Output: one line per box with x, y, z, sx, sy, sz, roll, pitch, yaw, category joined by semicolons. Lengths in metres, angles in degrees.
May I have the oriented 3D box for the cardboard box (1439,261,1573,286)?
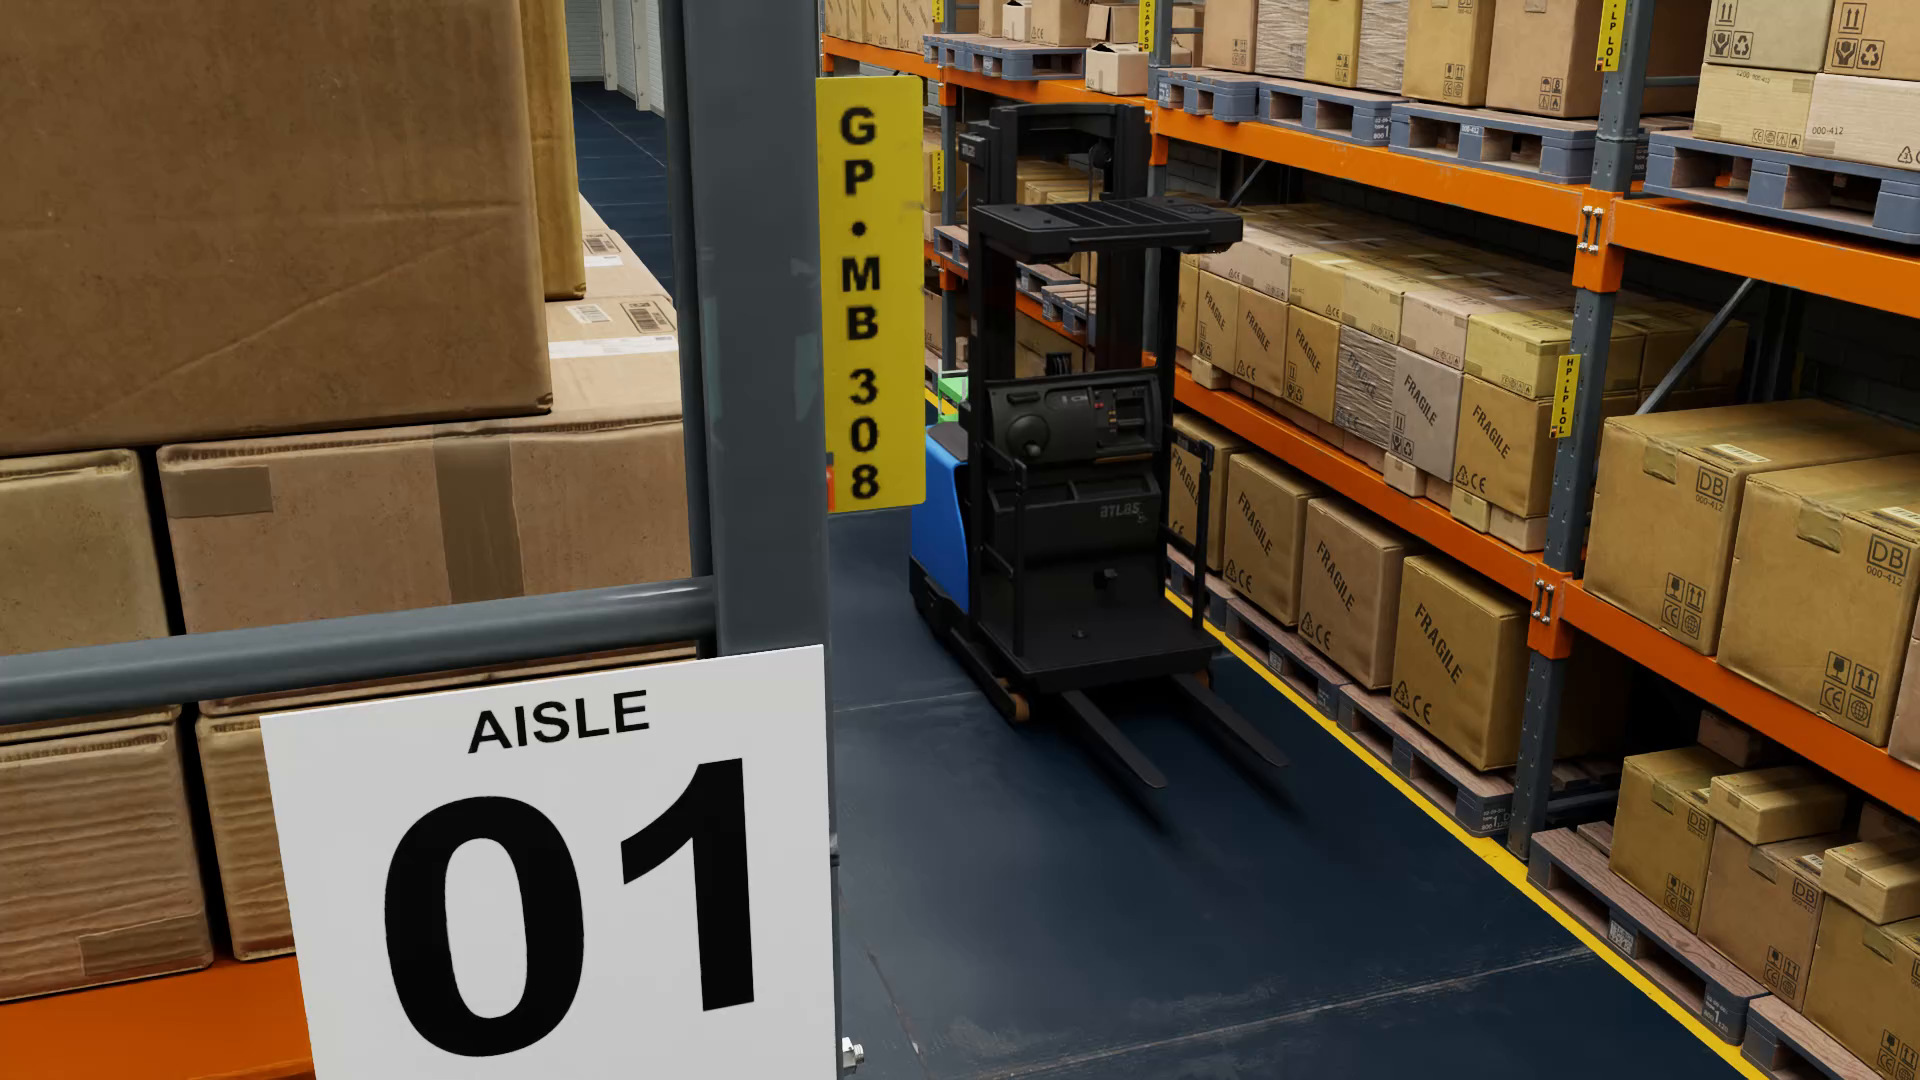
2.624;-1.160;7.982;0.500;0.250;0.500;-7;21;-19;cardboard box

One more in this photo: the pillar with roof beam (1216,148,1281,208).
-2.077;-4.267;9.483;9.100;9.000;0.400;-6;21;-17;pillar with roof beam

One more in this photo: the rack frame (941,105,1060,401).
0.340;-2.675;13.927;1.000;3.000;0.127;-6;21;-17;rack frame

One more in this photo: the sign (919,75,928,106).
-0.384;-4.705;17.398;0.100;0.325;0.005;-6;21;-17;sign

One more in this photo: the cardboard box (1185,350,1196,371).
1.551;-1.071;9.802;0.380;0.149;0.250;-6;21;-16;cardboard box

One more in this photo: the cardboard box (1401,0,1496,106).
2.445;-2.239;7.478;0.700;0.500;0.500;-7;21;-18;cardboard box

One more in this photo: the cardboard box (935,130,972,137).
0.080;-3.467;15.214;0.500;0.500;0.500;-6;21;-16;cardboard box

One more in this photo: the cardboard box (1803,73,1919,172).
2.968;-1.279;5.055;0.500;0.250;0.500;-7;21;-18;cardboard box

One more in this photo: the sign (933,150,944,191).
-0.173;-3.022;13.613;0.100;0.325;0.005;-6;21;-17;sign

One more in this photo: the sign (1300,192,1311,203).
2.123;-1.996;10.325;0.100;0.325;0.005;-6;21;-17;sign

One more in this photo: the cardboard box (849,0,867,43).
-0.748;-4.951;15.647;0.500;0.500;0.500;-5;20;-15;cardboard box

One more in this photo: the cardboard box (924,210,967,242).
-0.097;-2.734;14.282;0.500;0.250;0.500;-6;21;-17;cardboard box

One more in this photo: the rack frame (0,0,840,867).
-0.590;-1.120;0.723;1.000;3.000;0.127;-6;21;-17;rack frame

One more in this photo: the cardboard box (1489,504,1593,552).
2.479;-0.077;7.037;0.380;0.149;0.250;-6;21;-17;cardboard box

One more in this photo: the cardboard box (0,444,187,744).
-0.994;-0.011;1.554;0.500;0.250;0.500;-6;21;-17;cardboard box

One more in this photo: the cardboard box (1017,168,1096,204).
0.636;-2.582;12.869;0.700;0.500;0.500;-4;20;-12;cardboard box

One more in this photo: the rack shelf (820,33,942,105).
-0.289;-4.390;15.328;1.077;0.370;4.000;-6;21;-17;rack shelf

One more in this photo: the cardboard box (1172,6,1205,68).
1.589;-3.115;10.537;0.500;0.500;0.500;-6;21;-17;cardboard box

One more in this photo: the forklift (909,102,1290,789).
0.666;-0.608;8.272;1.130;2.935;3.031;-7;21;-18;forklift

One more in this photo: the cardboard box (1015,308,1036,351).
0.728;-1.683;13.103;0.500;0.250;0.500;-7;21;-18;cardboard box

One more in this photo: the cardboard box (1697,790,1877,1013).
3.147;1.283;5.983;0.700;0.500;0.500;-7;21;-18;cardboard box

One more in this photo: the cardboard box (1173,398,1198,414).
1.321;-0.648;11.329;0.700;0.500;0.500;-6;21;-16;cardboard box

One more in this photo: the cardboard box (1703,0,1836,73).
2.812;-1.788;5.363;0.500;0.500;0.500;-7;21;-18;cardboard box

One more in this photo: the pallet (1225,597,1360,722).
2.153;0.573;9.010;1.003;0.211;1.213;-6;21;-17;pallet

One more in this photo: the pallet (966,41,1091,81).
0.761;-3.456;11.943;1.213;0.211;1.003;-6;21;-17;pallet

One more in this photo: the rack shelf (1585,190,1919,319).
3.483;-0.539;4.607;1.077;0.370;4.000;-6;21;-17;rack shelf

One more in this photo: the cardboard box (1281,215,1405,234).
2.145;-1.656;9.364;0.500;0.250;0.500;-7;21;-19;cardboard box

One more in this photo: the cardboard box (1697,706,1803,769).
3.135;0.749;6.511;0.380;0.149;0.250;-7;21;-18;cardboard box

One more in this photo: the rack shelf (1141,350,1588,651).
2.225;-0.411;8.688;1.077;0.370;4.000;-6;21;-17;rack shelf

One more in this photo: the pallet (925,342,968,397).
0.095;-1.575;14.988;1.003;0.211;1.213;-6;21;-17;pallet

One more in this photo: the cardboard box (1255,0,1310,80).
2.020;-2.743;8.881;0.700;0.500;0.500;-8;21;-20;cardboard box

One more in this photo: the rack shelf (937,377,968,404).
0.052;-0.903;10.425;0.258;0.148;0.480;-6;21;-17;rack shelf

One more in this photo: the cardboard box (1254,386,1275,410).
1.840;-0.826;9.122;0.380;0.149;0.250;-6;21;-16;cardboard box

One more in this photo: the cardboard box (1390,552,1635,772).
2.526;0.511;7.614;0.750;0.750;0.750;-6;21;-17;cardboard box

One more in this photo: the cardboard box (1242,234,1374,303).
1.825;-1.435;8.748;0.500;0.250;0.500;-6;21;-17;cardboard box

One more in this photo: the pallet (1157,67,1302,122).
1.850;-2.513;9.318;1.213;0.211;1.003;-5;20;-15;pallet

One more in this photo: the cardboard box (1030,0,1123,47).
0.823;-3.752;11.718;0.500;0.500;0.500;-7;21;-19;cardboard box

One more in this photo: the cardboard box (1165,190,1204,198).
1.345;-2.160;10.735;0.380;0.149;0.250;-10;22;-26;cardboard box

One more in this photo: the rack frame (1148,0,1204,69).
1.597;-4.215;9.339;1.000;3.000;0.127;-6;21;-17;rack frame

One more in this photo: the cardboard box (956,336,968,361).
0.143;-1.717;14.801;0.380;0.166;0.250;-9;22;-24;cardboard box

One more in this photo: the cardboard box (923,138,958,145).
-0.265;-3.245;14.597;0.500;0.500;0.500;-7;21;-18;cardboard box

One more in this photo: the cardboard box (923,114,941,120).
-0.419;-3.959;16.585;0.500;0.500;0.500;-6;21;-16;cardboard box

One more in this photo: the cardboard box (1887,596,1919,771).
3.471;0.394;4.938;0.980;0.700;0.700;-7;21;-20;cardboard box

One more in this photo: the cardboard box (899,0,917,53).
-0.201;-4.443;14.233;0.500;0.500;0.500;-8;21;-22;cardboard box

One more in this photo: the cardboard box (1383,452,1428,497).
2.200;-0.322;7.719;0.380;0.149;0.250;-6;21;-17;cardboard box

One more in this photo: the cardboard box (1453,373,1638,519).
2.470;-0.426;7.047;0.500;0.500;0.500;-7;21;-18;cardboard box

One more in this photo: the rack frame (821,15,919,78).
-0.918;-3.959;17.501;1.000;3.000;0.127;-6;21;-17;rack frame

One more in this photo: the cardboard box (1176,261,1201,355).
1.507;-1.405;9.773;0.500;0.500;0.500;-6;21;-16;cardboard box

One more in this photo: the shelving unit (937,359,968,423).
0.052;-0.512;10.566;0.258;1.200;0.503;-6;21;-17;shelving unit

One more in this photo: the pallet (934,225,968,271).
0.442;-2.324;13.233;1.003;0.211;1.213;-6;21;-17;pallet

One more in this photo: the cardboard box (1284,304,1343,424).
1.988;-0.910;8.396;0.500;0.500;0.500;-6;21;-16;cardboard box

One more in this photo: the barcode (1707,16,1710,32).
3.007;-2.055;6.638;0.001;0.075;0.075;-5;20;-12;barcode

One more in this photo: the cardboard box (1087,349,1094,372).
1.201;-1.190;11.730;0.500;0.250;0.500;-6;21;-16;cardboard box

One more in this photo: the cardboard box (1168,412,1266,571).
1.703;-0.327;9.950;0.750;0.750;0.750;-7;21;-18;cardboard box

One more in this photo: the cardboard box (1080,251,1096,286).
1.238;-1.972;11.170;0.700;0.500;0.500;-8;21;-22;cardboard box

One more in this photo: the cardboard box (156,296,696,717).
-0.505;-0.066;1.707;0.500;0.250;0.500;-6;21;-17;cardboard box

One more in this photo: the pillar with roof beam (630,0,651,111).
-11.507;-13.894;36.286;9.100;9.000;0.400;-6;21;-17;pillar with roof beam

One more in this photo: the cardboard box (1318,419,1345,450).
2.049;-0.576;8.426;0.380;0.149;0.250;-6;21;-15;cardboard box
